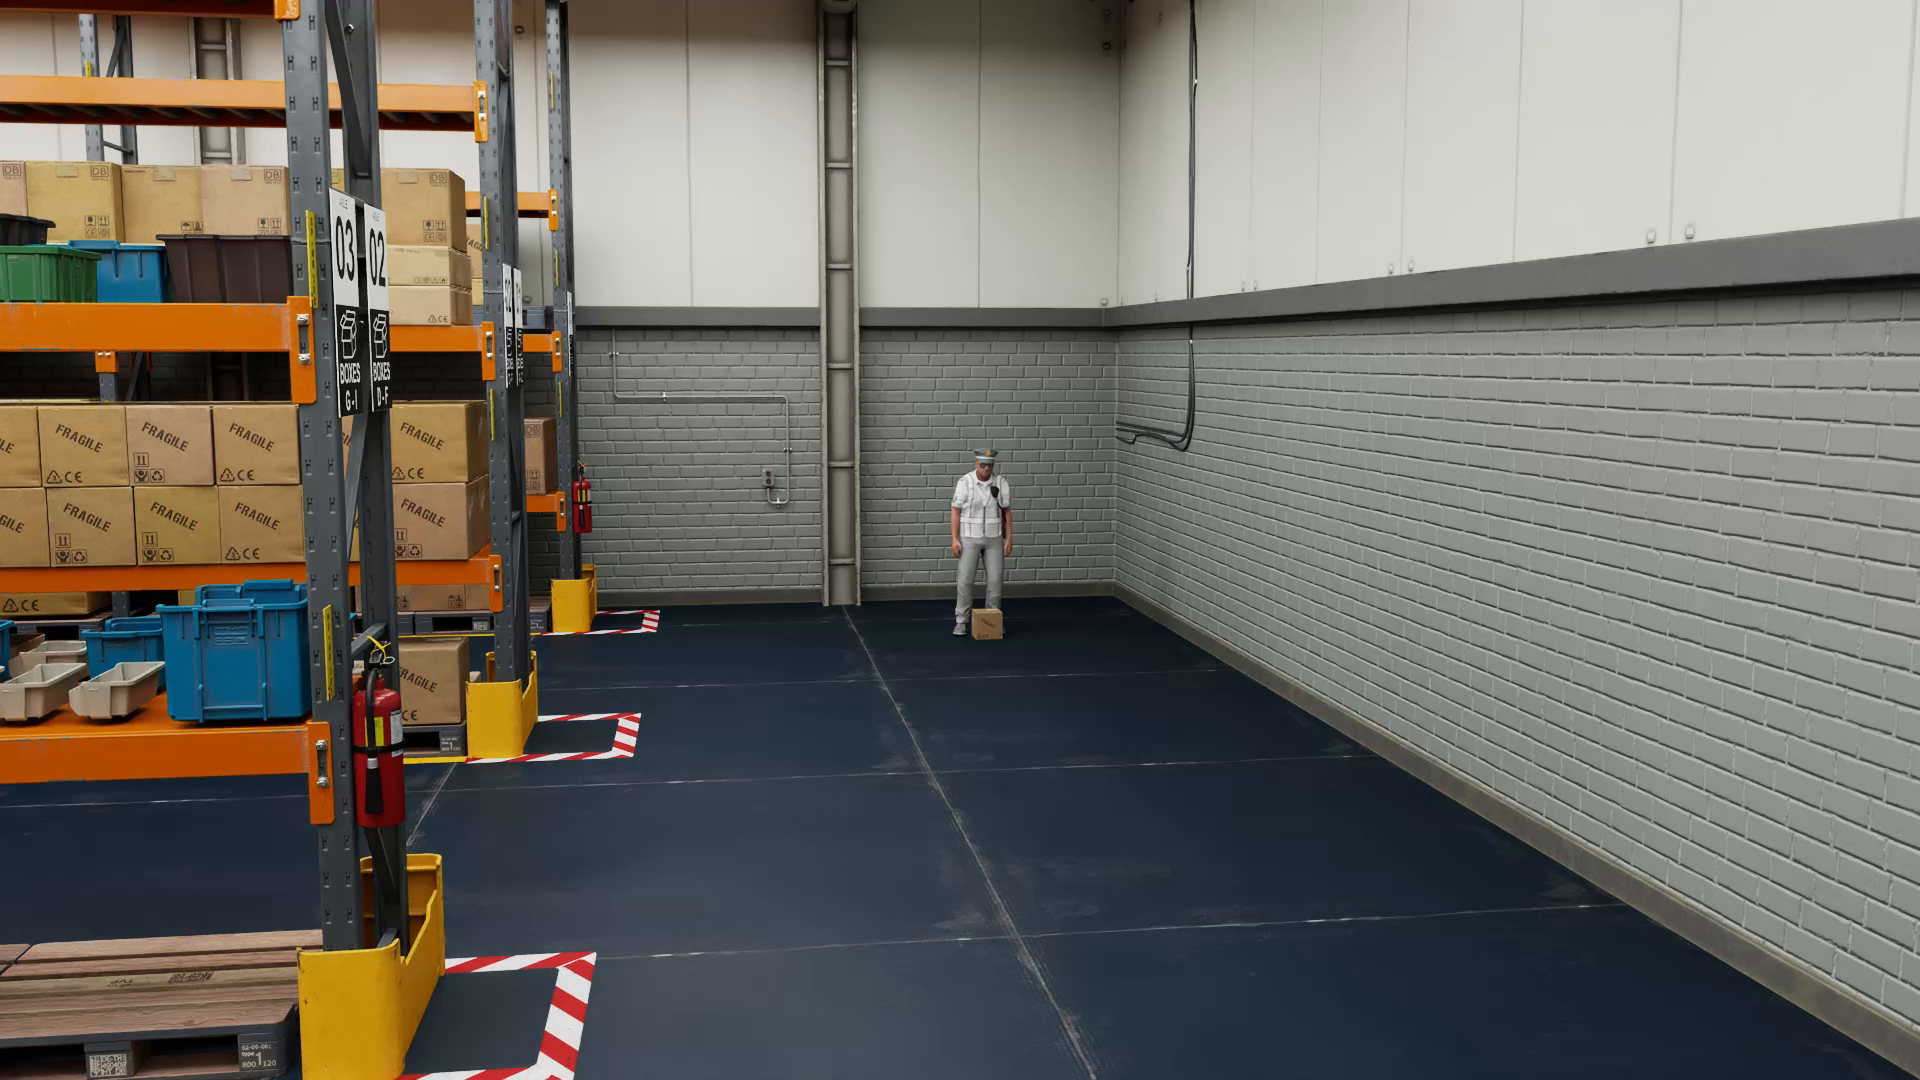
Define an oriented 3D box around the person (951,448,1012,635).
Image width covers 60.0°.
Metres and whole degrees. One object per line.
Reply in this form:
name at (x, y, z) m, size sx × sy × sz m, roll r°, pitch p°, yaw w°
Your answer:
person at (0.202, 0.005, 15.635) m, size 0.585 × 1.748 × 0.432 m, roll -1°, pitch 7°, yaw -9°
